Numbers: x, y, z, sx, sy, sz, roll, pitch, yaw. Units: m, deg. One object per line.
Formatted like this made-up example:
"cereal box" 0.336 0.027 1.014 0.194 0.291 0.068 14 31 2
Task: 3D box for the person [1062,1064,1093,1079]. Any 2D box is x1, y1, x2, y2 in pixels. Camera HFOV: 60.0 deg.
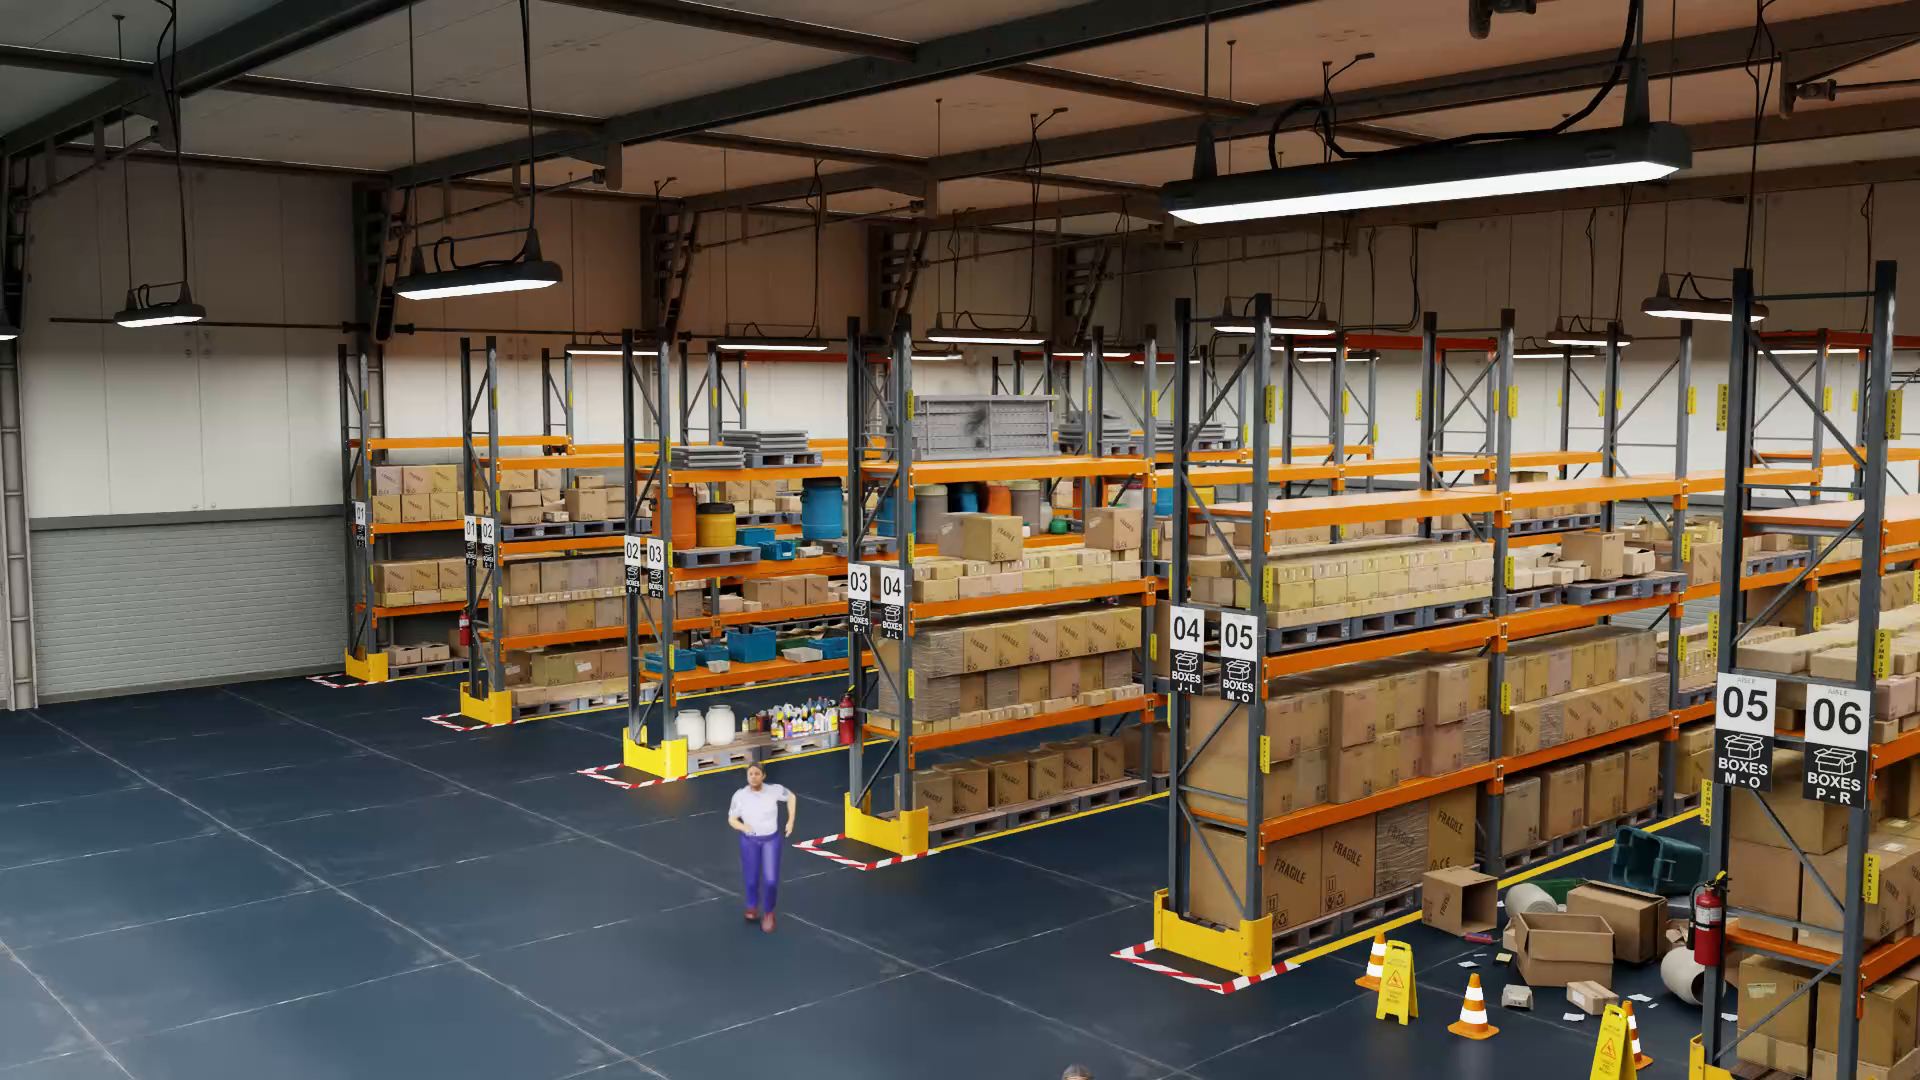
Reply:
"person" 0.588 3.573 8.657 0.546 1.712 0.770 0 5 -4

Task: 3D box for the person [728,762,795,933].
"person" -1.898 2.924 15.922 0.615 1.635 0.833 0 5 -1
